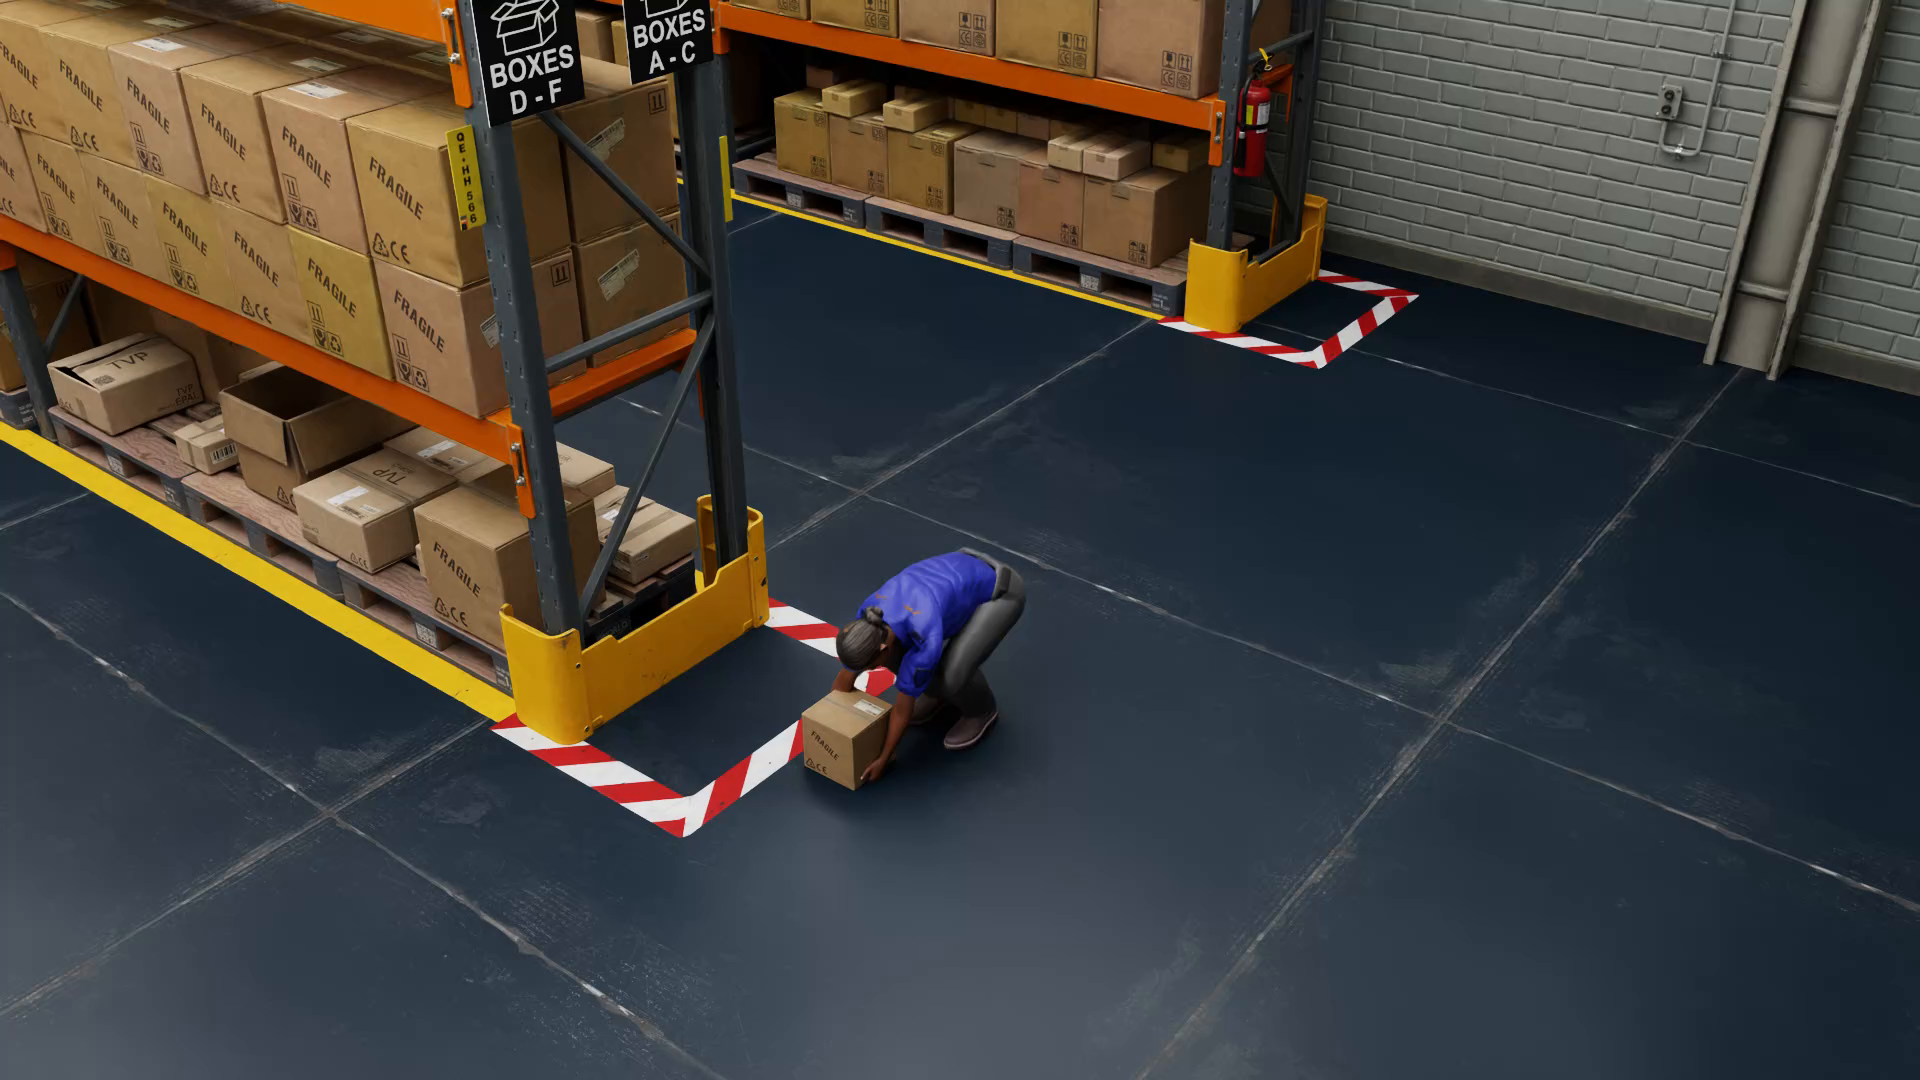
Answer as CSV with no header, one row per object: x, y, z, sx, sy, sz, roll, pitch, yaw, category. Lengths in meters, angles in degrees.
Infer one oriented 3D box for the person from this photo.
-0.130,0.442,6.319,0.496,0.747,0.876,24,39,34,person
